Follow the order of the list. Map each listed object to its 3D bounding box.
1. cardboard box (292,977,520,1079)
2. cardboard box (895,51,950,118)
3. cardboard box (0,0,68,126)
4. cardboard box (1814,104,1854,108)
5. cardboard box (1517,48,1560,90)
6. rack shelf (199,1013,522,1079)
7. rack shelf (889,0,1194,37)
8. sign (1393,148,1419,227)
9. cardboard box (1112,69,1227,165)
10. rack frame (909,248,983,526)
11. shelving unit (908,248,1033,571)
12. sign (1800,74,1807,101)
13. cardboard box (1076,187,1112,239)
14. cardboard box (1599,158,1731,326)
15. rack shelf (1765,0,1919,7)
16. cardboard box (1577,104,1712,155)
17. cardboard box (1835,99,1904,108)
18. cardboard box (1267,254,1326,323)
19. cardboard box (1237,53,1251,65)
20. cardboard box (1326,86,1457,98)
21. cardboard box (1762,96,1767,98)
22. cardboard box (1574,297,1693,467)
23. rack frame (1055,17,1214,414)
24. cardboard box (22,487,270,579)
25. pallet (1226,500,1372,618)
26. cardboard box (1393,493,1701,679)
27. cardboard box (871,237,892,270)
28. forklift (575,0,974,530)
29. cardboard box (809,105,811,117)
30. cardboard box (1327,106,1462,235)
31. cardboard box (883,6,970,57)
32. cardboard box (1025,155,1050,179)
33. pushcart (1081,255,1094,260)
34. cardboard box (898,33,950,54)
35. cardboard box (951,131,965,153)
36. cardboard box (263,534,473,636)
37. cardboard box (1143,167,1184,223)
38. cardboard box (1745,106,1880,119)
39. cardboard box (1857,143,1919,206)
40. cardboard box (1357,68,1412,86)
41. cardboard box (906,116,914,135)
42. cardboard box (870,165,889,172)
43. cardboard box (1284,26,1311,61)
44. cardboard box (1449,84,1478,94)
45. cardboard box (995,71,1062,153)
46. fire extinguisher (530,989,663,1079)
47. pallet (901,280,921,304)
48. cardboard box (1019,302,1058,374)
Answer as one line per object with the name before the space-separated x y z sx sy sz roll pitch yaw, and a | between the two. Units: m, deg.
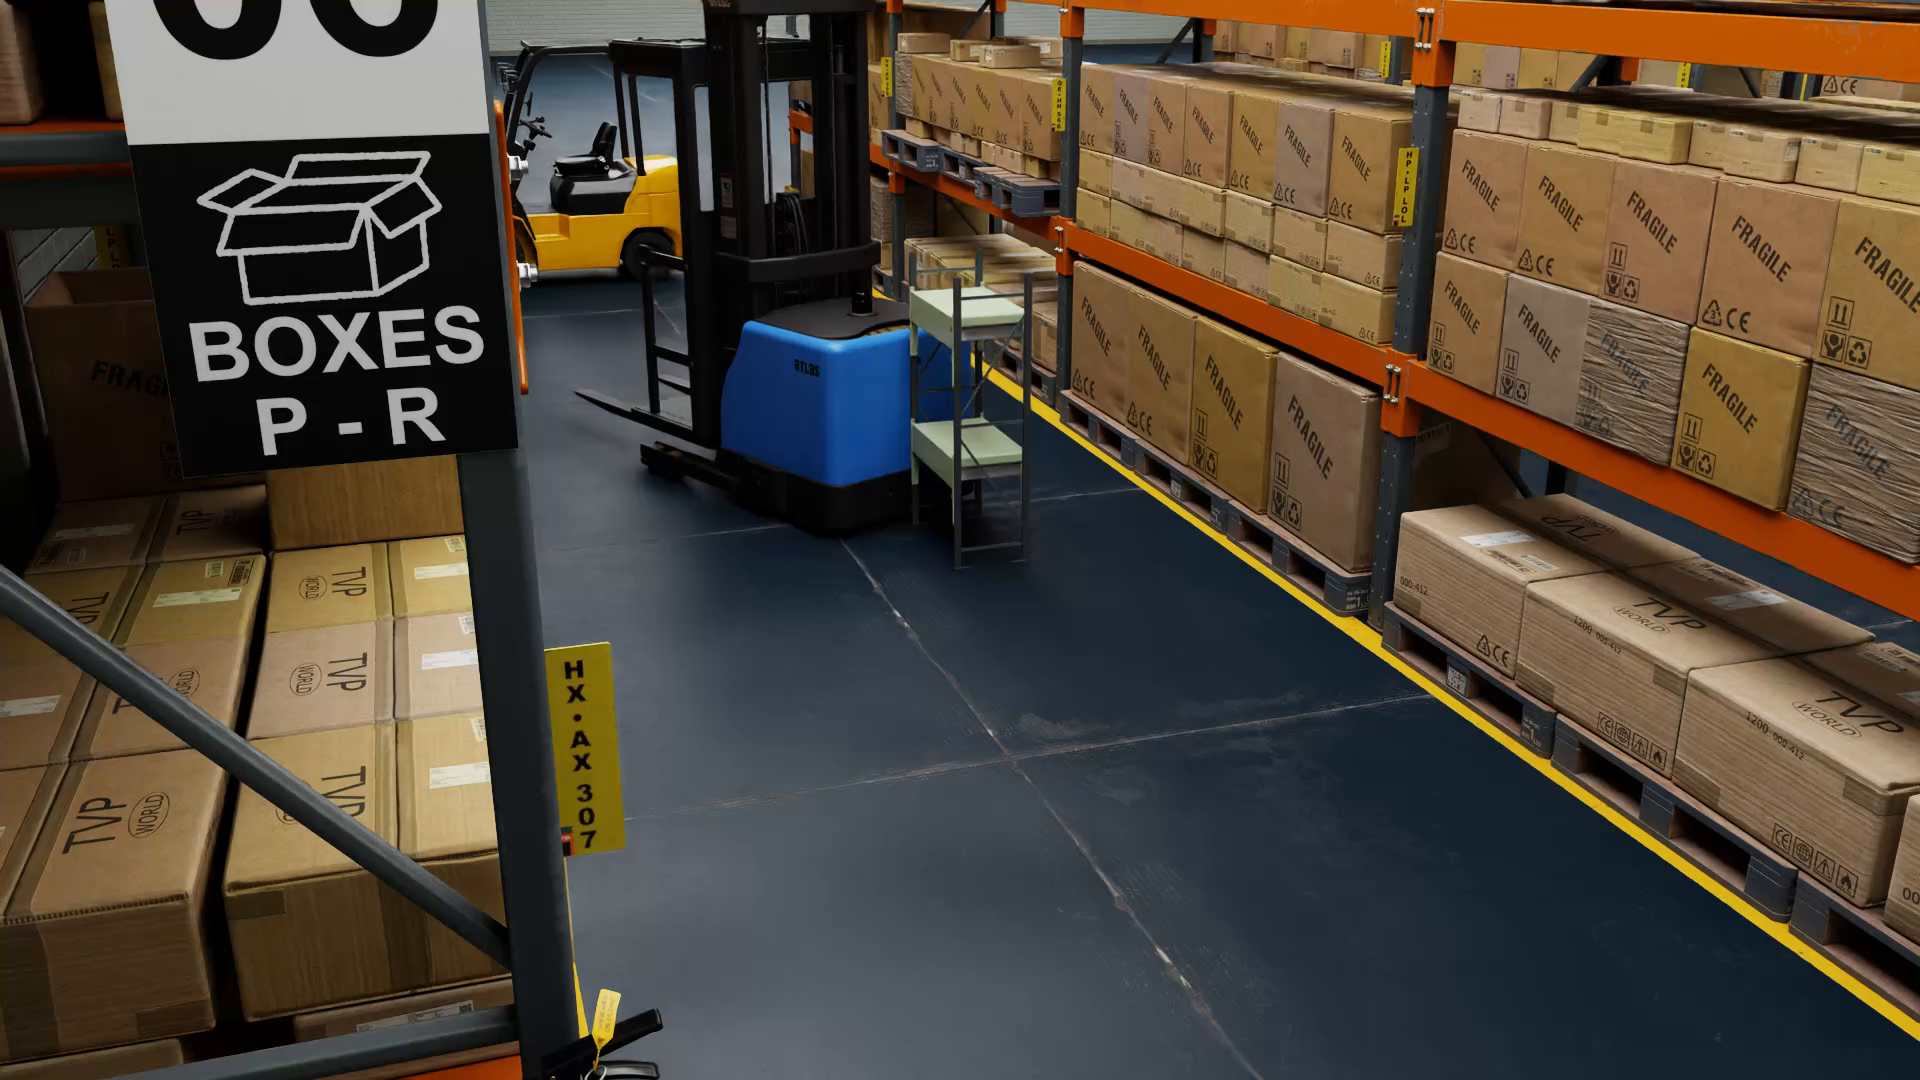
cardboard box | -0.894 0.750 2.764 0.380 0.149 0.250 -7 21 -18
cardboard box | -0.237 -3.817 13.898 0.500 0.500 0.500 -6 21 -16
cardboard box | -1.371 -0.606 2.099 0.380 0.149 0.250 -6 21 -16
cardboard box | 5.934 -2.914 11.461 0.380 0.149 0.250 -7 21 -18
cardboard box | 5.197 -4.041 14.104 0.700 0.500 0.500 -7 21 -18
rack shelf | -1.680 0.463 4.255 1.077 0.370 4.000 -6 21 -17
rack shelf | 0.517 -4.045 12.367 1.077 0.370 4.000 -6 21 -17
sign | 1.891 -1.493 7.040 0.100 0.325 0.005 -6 21 -17
cardboard box | 1.233 -2.505 9.826 0.500 0.500 0.500 -6 21 -17
rack frame | -0.072 -0.809 8.950 0.400 1.500 0.023 -6 21 -17
shelving unit | 0.044 -0.692 8.624 0.431 1.500 0.755 -6 21 -17
sign | 6.325 -3.457 12.507 0.100 0.325 0.005 -6 21 -17
cardboard box | 1.060 -2.075 10.479 0.500 0.250 0.500 -7 21 -18
cardboard box | 2.626 -1.057 5.795 0.500 0.500 0.500 -6 21 -16
rack shelf | 6.441 -3.320 10.348 1.077 0.370 4.000 -6 21 -17
cardboard box | 2.492 -1.496 6.057 0.380 0.149 0.250 -7 21 -18
cardboard box | 6.479 -3.058 11.864 0.380 0.149 0.250 -7 21 -18
cardboard box | 1.863 -1.256 8.199 0.500 0.250 0.500 -7 21 -18
cardboard box | 3.652 -5.238 18.839 0.875 0.550 0.550 -6 21 -17
cardboard box | 2.196 -2.057 8.579 0.500 0.500 0.500 -7 21 -19
cardboard box | 8.858 -4.754 18.086 0.380 0.149 0.250 -6 21 -17
cardboard box | 2.606 -0.593 5.981 0.500 0.500 0.500 -6 21 -17
rack frame | 1.145 -2.330 10.966 1.000 3.000 0.127 -6 21 -17
cardboard box | -1.924 0.084 4.026 0.500 0.250 0.500 -6 21 -17
pallet | 2.089 0.027 8.530 1.003 0.211 1.213 -6 21 -17
cardboard box | 2.498 0.175 7.161 0.875 0.438 0.875 -7 21 -18
cardboard box | -0.553 -2.678 15.382 0.500 0.250 0.500 -5 20 -15
forklift | -1.285 -1.851 9.734 1.130 2.935 3.031 -17 26 -39
cardboard box | -1.360 -4.475 17.308 0.380 0.149 0.250 -7 21 -19
cardboard box | 2.024 -1.681 7.531 0.500 0.500 0.500 -6 21 -15
cardboard box | -0.316 -4.766 15.680 0.700 0.500 0.500 -7 21 -18
cardboard box | 0.666 -2.568 11.379 0.380 0.149 0.250 -6 21 -16
pushcart | 2.037 -2.638 15.702 1.648 0.377 0.936 -15 25 -36
cardboard box | -0.300 -4.115 13.767 0.380 0.149 0.250 -6 21 -17
cardboard box | 0.145 -3.061 12.751 0.380 0.149 0.250 -6 20 -15
cardboard box | -1.259 0.198 3.709 0.500 0.250 0.500 -7 21 -18
cardboard box | 1.377 -1.978 9.470 0.500 0.250 0.500 -6 21 -17
cardboard box | 3.060 -1.471 5.988 0.380 0.149 0.250 -7 21 -18
cardboard box | 2.904 -1.083 4.908 0.380 0.149 0.250 -6 21 -16
cardboard box | 4.428 -4.360 16.395 0.875 0.550 0.550 -6 21 -17
cardboard box | -0.238 -3.482 13.924 0.380 0.149 0.250 -6 21 -16
cardboard box | -0.876 -3.358 16.165 0.500 0.500 0.500 -5 20 -14
cardboard box | 3.976 -5.394 17.677 0.875 0.550 0.500 -6 21 -17
cardboard box | 4.625 -3.860 15.077 0.500 0.500 0.500 -6 21 -17
cardboard box | 0.566 -2.996 11.610 0.500 0.500 0.500 -7 21 -18
fire extinguisher | -0.566 0.976 2.428 0.296 0.674 0.183 -6 21 -17
pallet | 0.134 -2.051 14.316 1.003 0.211 1.213 -6 21 -17
cardboard box | 0.977 -1.473 11.847 0.950 0.372 0.625 -8 21 -21
